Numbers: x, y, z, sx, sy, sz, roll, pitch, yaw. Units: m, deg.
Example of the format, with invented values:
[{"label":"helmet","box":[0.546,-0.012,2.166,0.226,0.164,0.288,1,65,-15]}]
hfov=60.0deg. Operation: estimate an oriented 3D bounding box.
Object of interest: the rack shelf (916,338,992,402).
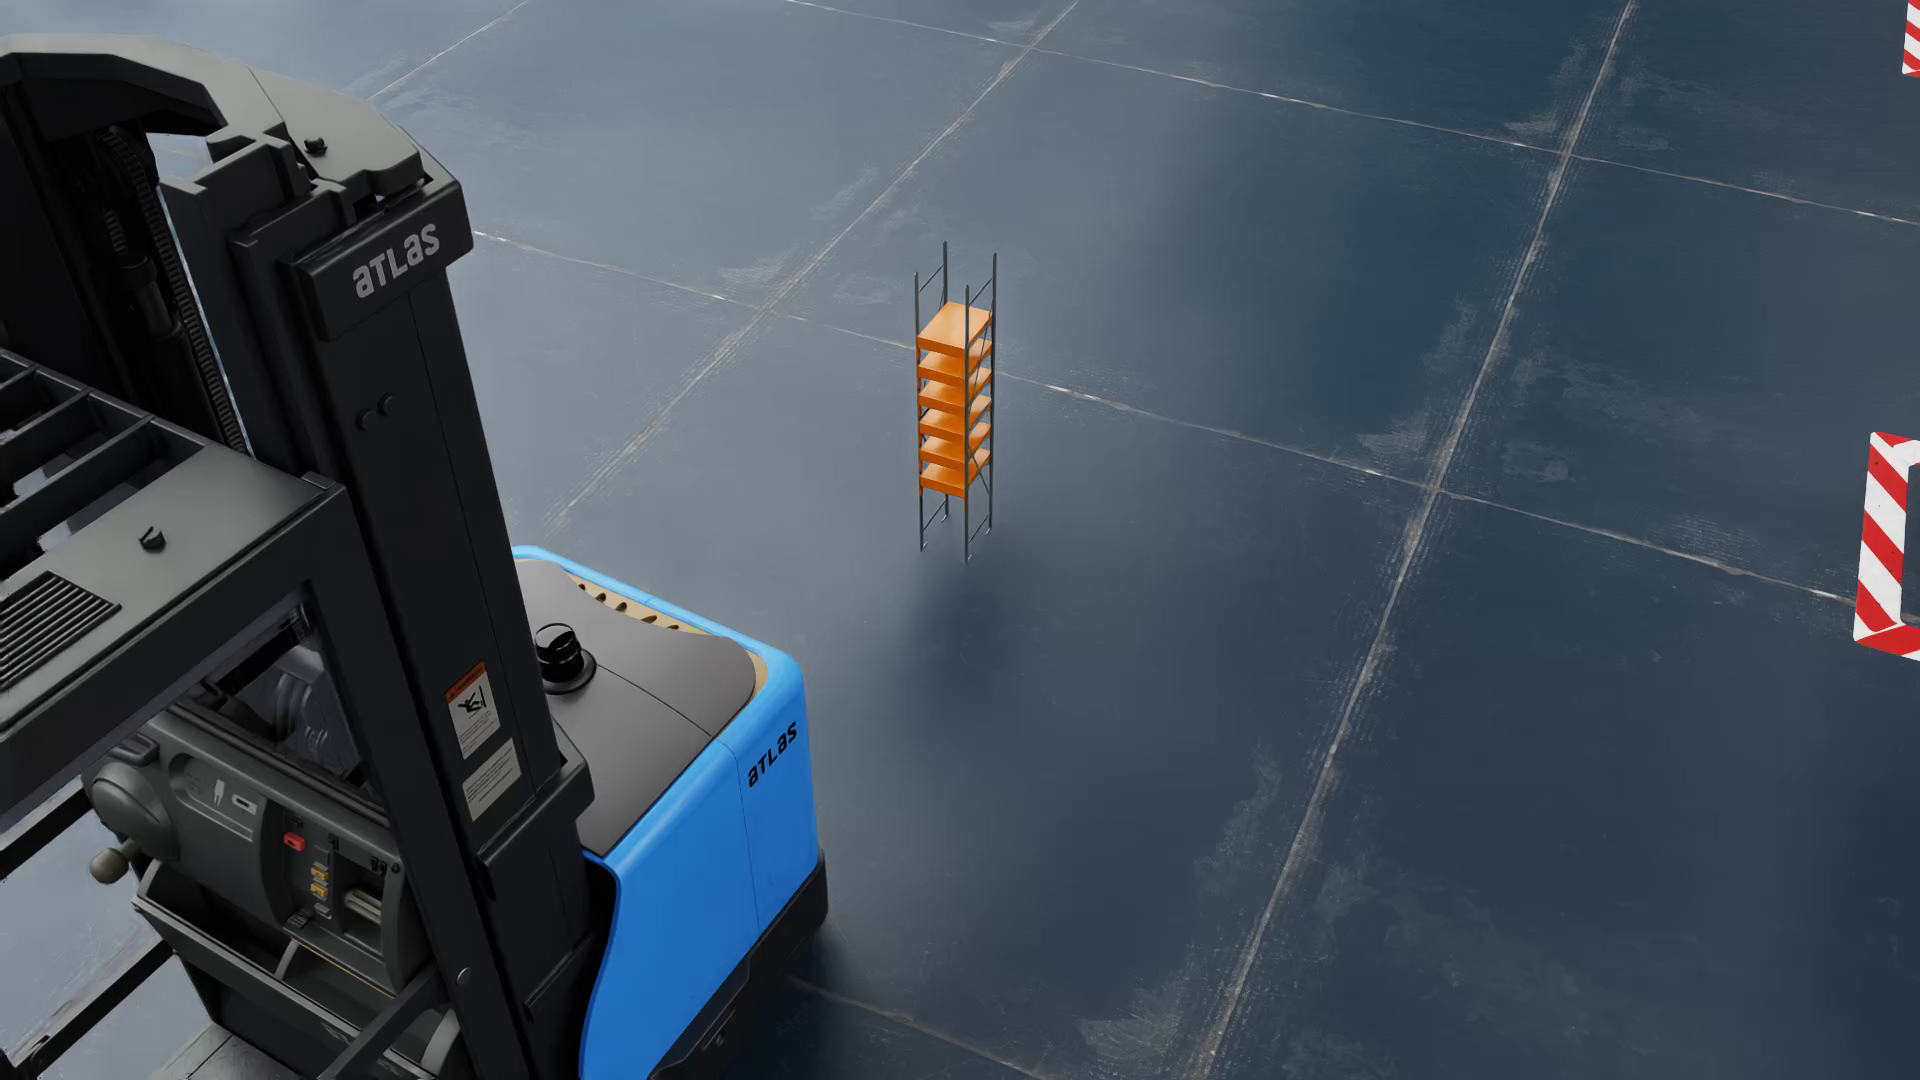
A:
[{"label":"rack shelf","box":[-0.013,-0.605,5.734,0.180,0.103,0.258,17,44,19]}]

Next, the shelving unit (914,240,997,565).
[{"label":"shelving unit","box":[-0.013,-0.457,5.862,0.189,1.200,0.258,17,44,19]}]

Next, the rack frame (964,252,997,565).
[{"label":"rack frame","box":[0.070,-0.432,5.832,0.006,1.200,0.240,17,44,19]}]

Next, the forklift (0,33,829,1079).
[{"label":"forklift","box":[-1.562,0.688,3.218,1.130,2.935,3.031,21,45,22]}]

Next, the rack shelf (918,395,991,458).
[{"label":"rack shelf","box":[-0.013,-0.424,5.891,0.180,0.103,0.258,17,44,19]}]

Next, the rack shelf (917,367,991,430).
[{"label":"rack shelf","box":[-0.013,-0.514,5.812,0.180,0.103,0.258,17,44,19]}]

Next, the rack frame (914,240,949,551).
[{"label":"rack frame","box":[-0.096,-0.483,5.891,0.006,1.200,0.240,17,44,19]}]

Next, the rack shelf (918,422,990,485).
[{"label":"rack shelf","box":[-0.013,-0.333,5.969,0.180,0.103,0.258,17,44,19]}]

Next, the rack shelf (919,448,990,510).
[{"label":"rack shelf","box":[-0.013,-0.242,6.048,0.180,0.103,0.258,17,44,19]}]

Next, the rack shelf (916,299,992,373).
[{"label":"rack shelf","box":[-0.013,-0.696,5.655,0.180,0.103,0.258,17,44,19]}]
